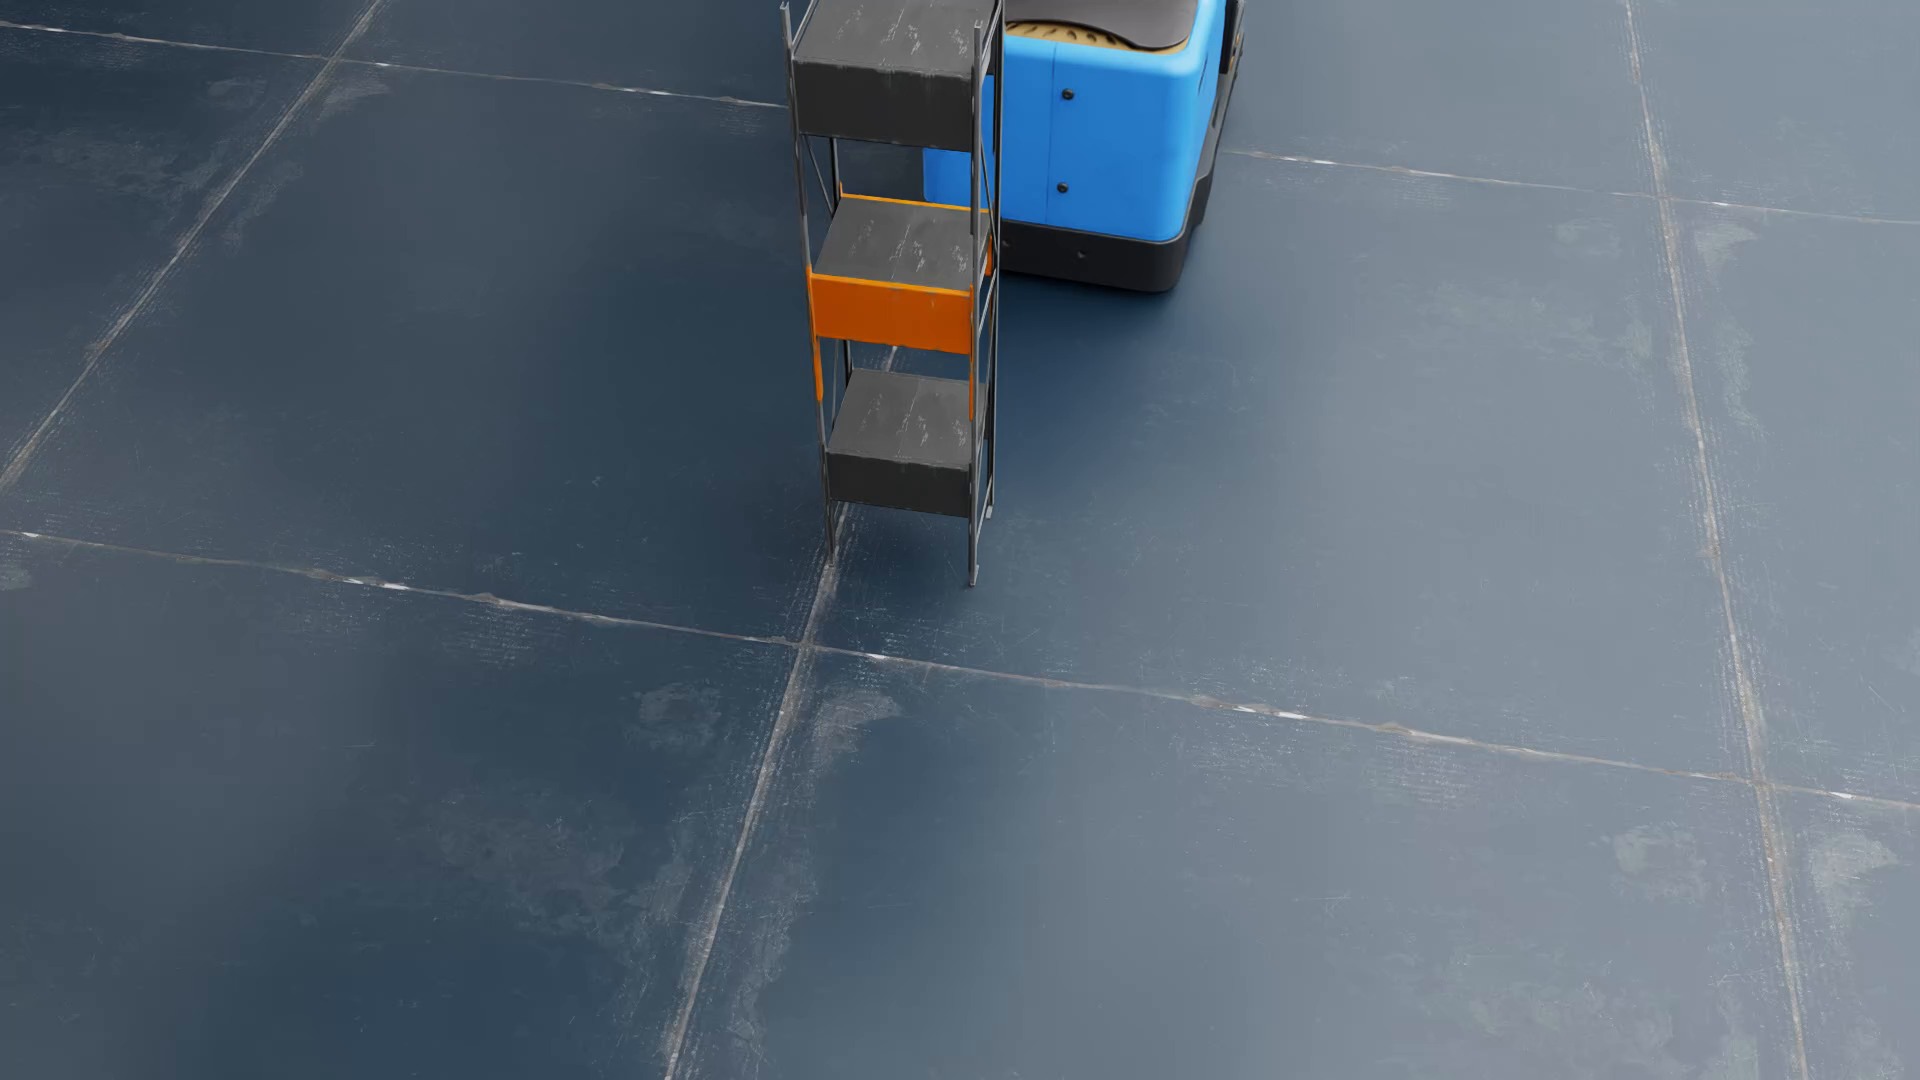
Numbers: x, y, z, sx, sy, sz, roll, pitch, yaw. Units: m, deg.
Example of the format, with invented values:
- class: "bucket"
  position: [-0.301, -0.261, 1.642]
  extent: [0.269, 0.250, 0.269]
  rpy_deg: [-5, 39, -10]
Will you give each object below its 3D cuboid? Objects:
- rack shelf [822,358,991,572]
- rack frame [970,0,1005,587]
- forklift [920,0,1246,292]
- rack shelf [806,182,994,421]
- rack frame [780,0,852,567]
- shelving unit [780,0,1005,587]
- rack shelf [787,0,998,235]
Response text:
- class: "rack shelf"
  position: [-0.163, -0.247, 5.519]
  extent: [0.480, 0.518, 0.431]
  rpy_deg: [8, 49, 7]
- class: "rack frame"
  position: [0.077, -0.691, 4.960]
  extent: [0.015, 2.100, 0.400]
  rpy_deg: [8, 49, 7]
- class: "forklift"
  position: [0.691, -3.072, 6.540]
  extent: [1.130, 2.935, 3.031]
  rpy_deg: [10, 49, 9]
- class: "rack shelf"
  position: [-0.163, -0.715, 4.999]
  extent: [0.480, 0.518, 0.431]
  rpy_deg: [8, 49, 7]
- class: "rack frame"
  position: [-0.403, -0.756, 5.018]
  extent: [0.015, 2.100, 0.400]
  rpy_deg: [8, 49, 7]
- class: "shelving unit"
  position: [-0.163, -0.724, 4.989]
  extent: [0.503, 2.100, 0.431]
  rpy_deg: [8, 49, 7]
- class: "rack shelf"
  position: [-0.163, -1.182, 4.478]
  extent: [0.480, 0.518, 0.431]
  rpy_deg: [8, 49, 7]
